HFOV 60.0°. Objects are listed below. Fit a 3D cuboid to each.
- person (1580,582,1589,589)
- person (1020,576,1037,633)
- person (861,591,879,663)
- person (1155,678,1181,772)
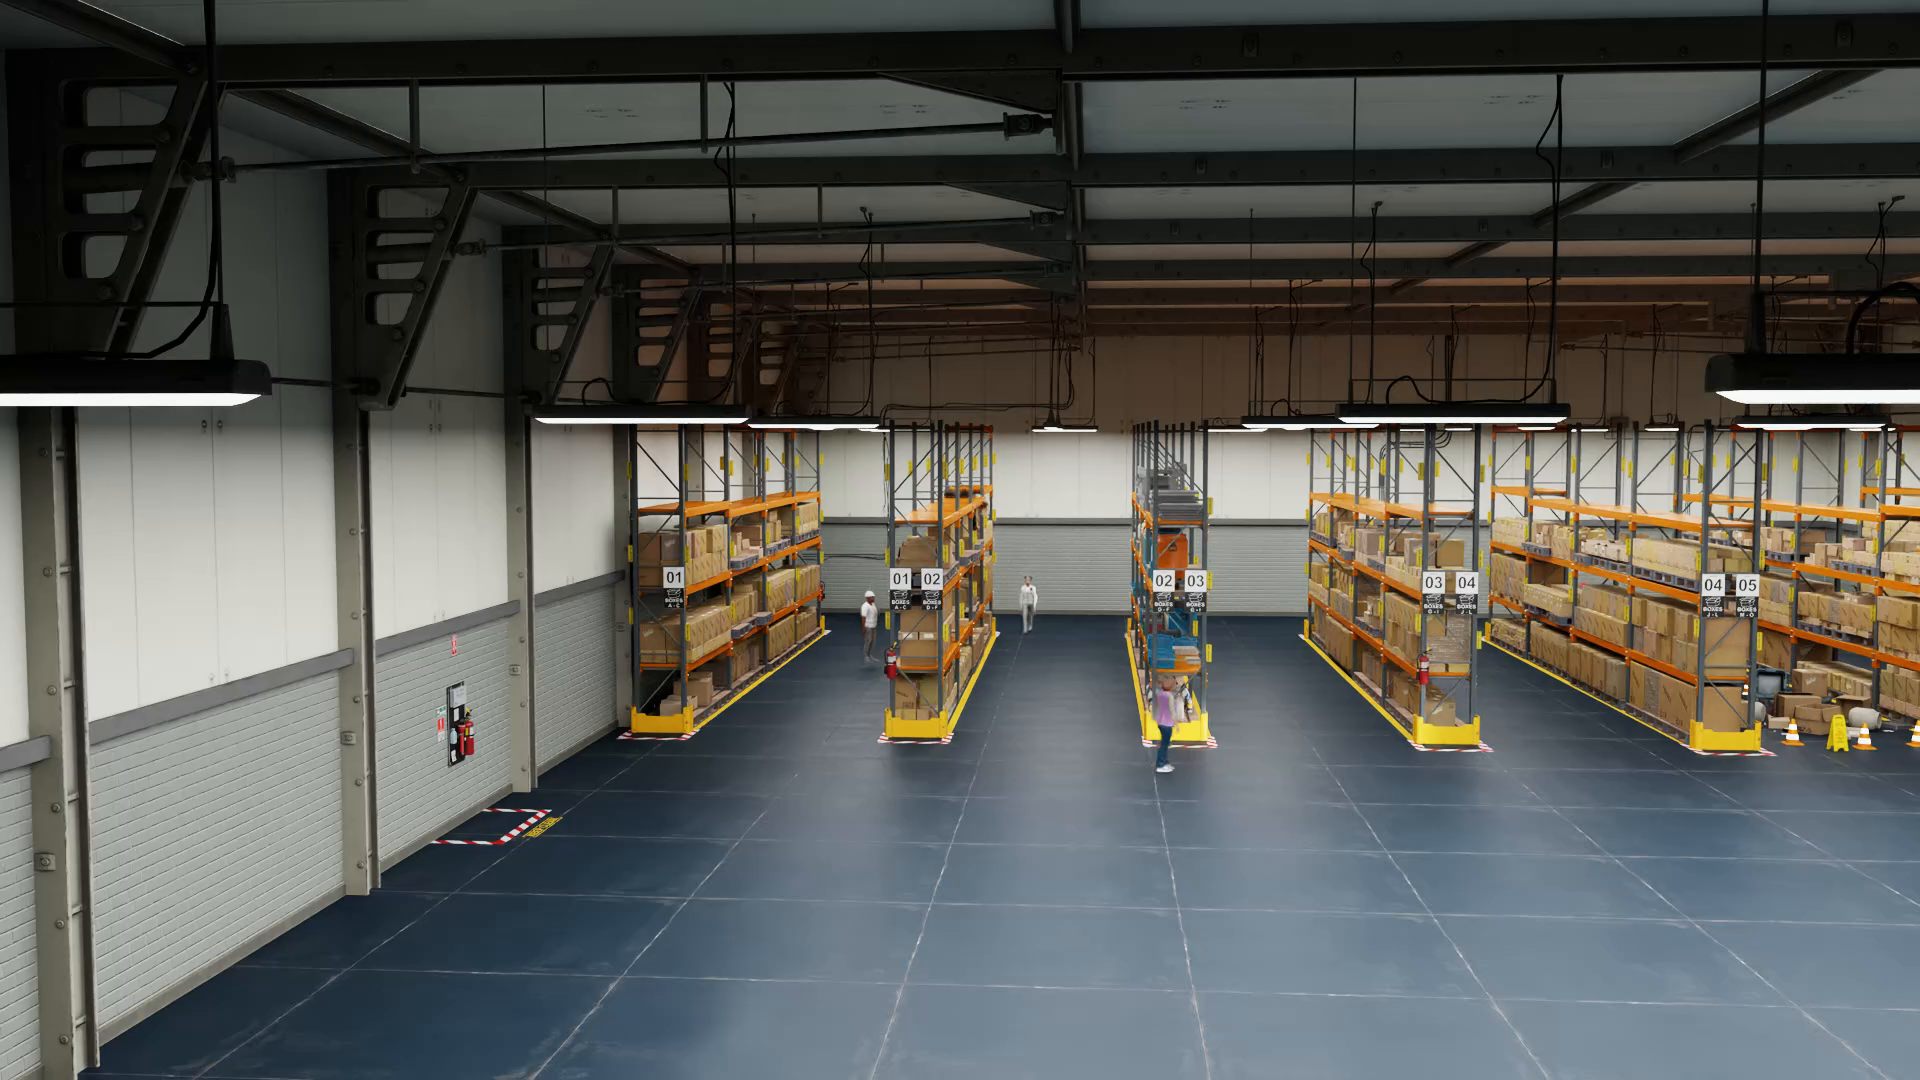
[{"bbox_3d":[16.633,2.023,44.469,0.464,1.791,0.648,3,4,35],"label":"person"},{"bbox_3d":[1.980,1.848,48.103,0.506,1.640,0.996,0,4,1],"label":"person"},{"bbox_3d":[-2.224,2.147,41.125,0.345,1.770,0.680,2,4,23],"label":"person"},{"bbox_3d":[3.545,3.159,28.227,0.441,1.616,0.515,-1,4,-18],"label":"person"}]
